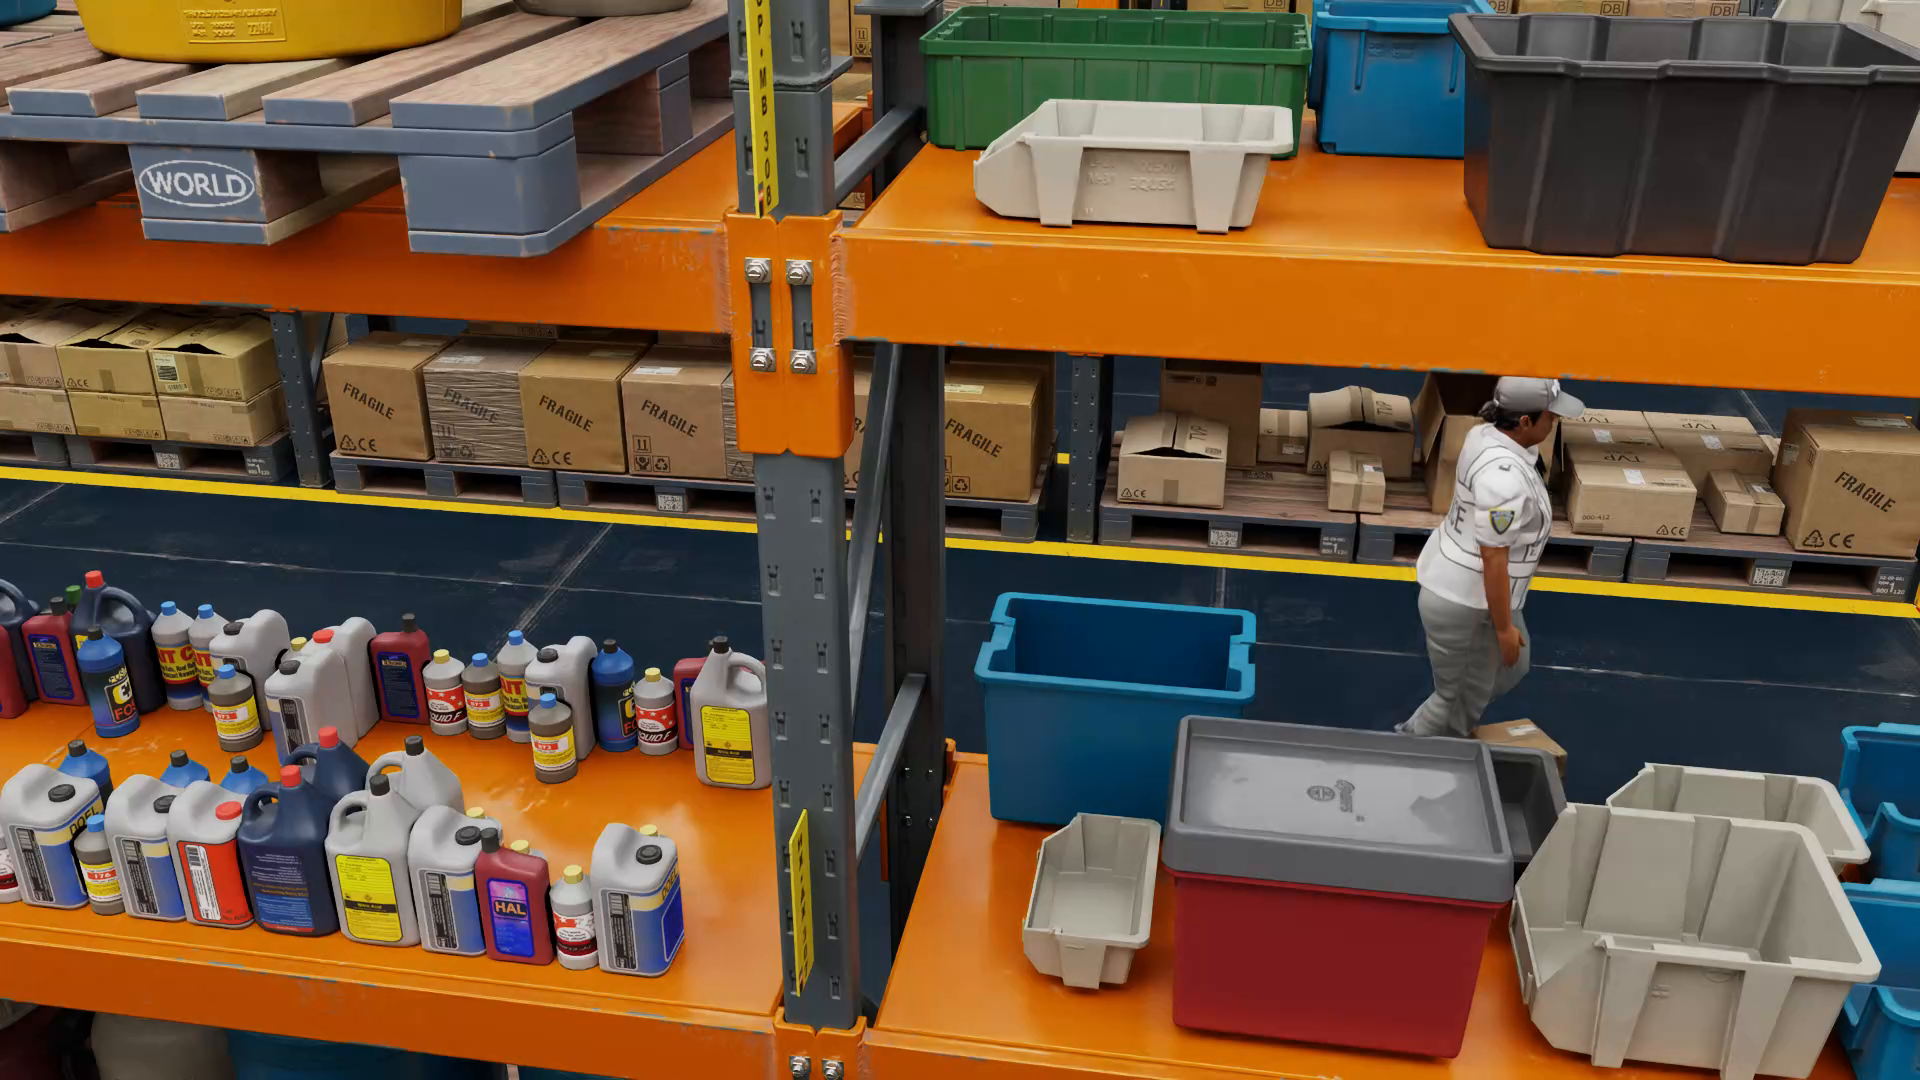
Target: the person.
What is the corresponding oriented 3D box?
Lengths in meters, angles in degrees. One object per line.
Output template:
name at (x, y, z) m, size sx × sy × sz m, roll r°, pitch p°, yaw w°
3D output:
person at (1.774, 0.207, 5.660) m, size 0.449 × 1.690 × 0.493 m, roll 6°, pitch 26°, yaw 13°
